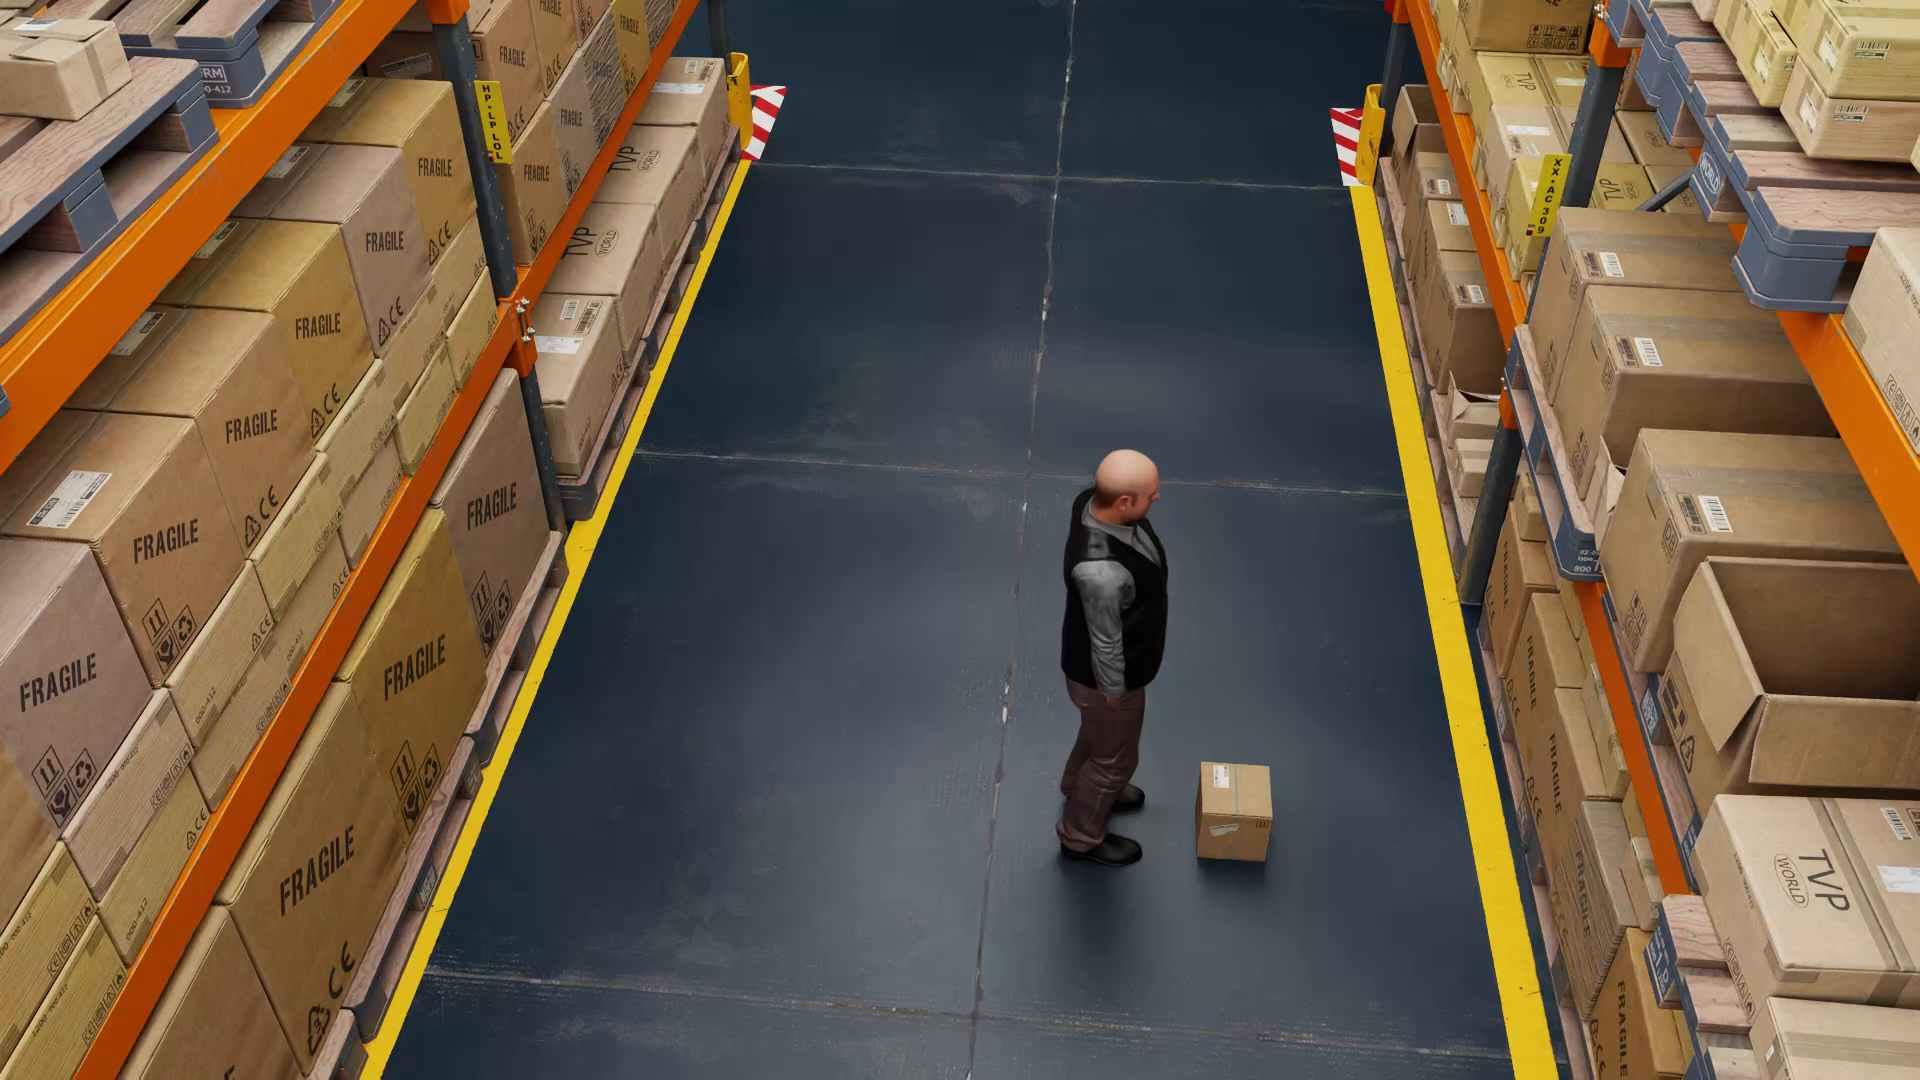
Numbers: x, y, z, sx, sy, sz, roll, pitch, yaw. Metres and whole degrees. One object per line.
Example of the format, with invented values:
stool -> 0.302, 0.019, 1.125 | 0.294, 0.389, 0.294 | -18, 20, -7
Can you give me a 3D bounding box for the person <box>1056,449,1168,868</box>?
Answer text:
person -> 0.518, 0.397, 5.713 | 0.357, 1.719, 0.533 | 4, 40, 5
